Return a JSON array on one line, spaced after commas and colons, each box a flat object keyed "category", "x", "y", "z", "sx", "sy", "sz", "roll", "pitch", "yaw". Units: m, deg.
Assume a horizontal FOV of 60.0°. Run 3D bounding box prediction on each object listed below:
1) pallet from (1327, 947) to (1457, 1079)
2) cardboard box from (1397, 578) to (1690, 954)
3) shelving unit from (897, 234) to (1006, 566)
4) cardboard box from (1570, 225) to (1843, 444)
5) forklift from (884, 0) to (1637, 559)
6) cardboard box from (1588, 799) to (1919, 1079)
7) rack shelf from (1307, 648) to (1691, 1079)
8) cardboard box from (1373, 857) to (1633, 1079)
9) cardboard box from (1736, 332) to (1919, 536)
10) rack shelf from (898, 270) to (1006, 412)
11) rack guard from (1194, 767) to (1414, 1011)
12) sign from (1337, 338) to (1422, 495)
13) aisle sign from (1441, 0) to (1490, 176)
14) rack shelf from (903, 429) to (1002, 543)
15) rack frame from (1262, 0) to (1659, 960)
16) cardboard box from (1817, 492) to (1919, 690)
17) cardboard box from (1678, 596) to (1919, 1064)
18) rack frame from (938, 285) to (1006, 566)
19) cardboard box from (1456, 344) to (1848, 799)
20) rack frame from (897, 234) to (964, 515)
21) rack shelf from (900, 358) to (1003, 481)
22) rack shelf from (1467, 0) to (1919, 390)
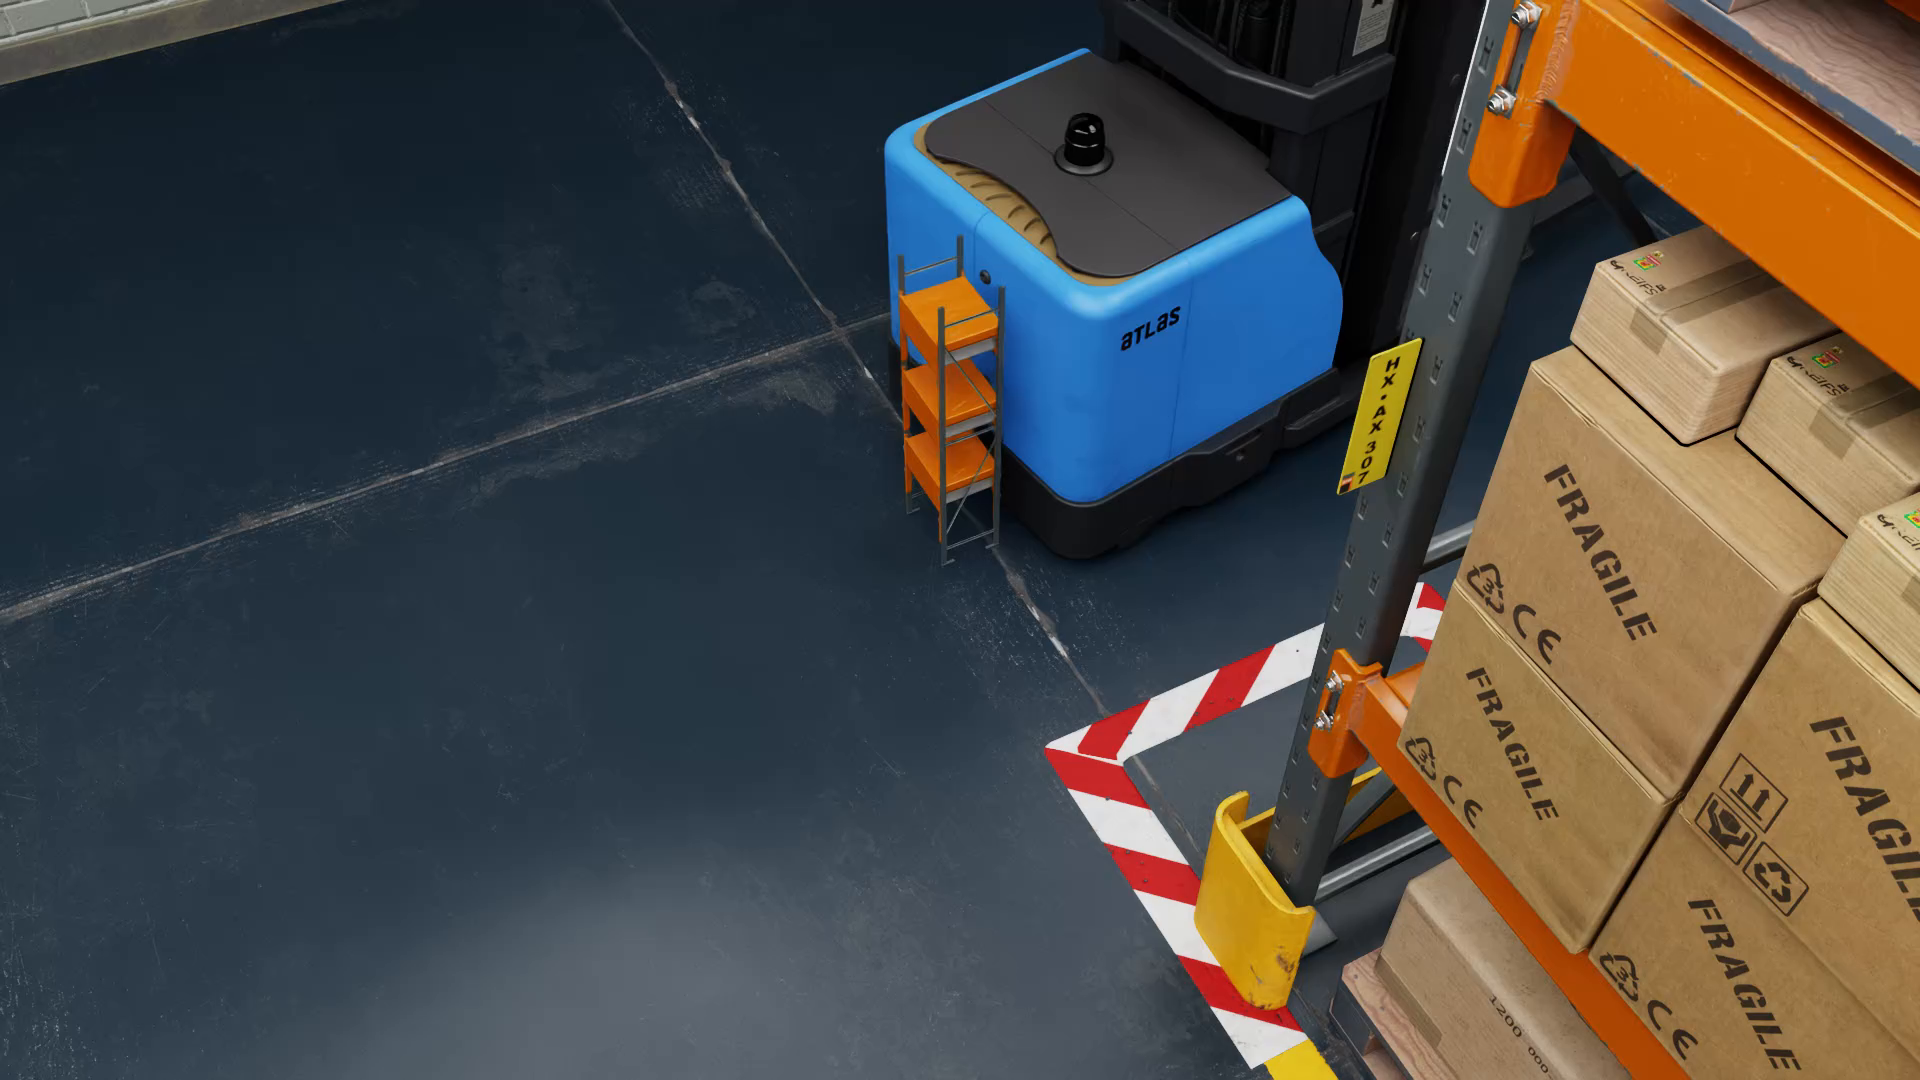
[{"category": "pallet", "x": 1.637, "y": 1.347, "z": 3.932, "sx": 1.003, "sy": 0.211, "sz": 1.213, "roll": -21, "pitch": 52, "yaw": -18}, {"category": "cardboard box", "x": 1.166, "y": 0.308, "z": 2.922, "sx": 0.500, "sy": 0.500, "sz": 0.500, "roll": -22, "pitch": 52, "yaw": -18}, {"category": "shelving unit", "x": -0.024, "y": -0.381, "z": 4.886, "sx": 0.215, "sy": 1.050, "sz": 0.252, "roll": -21, "pitch": 52, "yaw": -18}, {"category": "cardboard box", "x": 1.118, "y": -0.322, "z": 2.377, "sx": 0.380, "sy": 0.149, "sz": 0.250, "roll": -20, "pitch": 52, "yaw": -17}, {"category": "forklift", "x": 1.248, "y": -1.822, "z": 4.896, "sx": 3.031, "sy": 2.935, "sz": 1.130, "roll": -29, "pitch": 55, "yaw": -23}, {"category": "cardboard box", "x": 1.423, "y": 0.637, "z": 2.634, "sx": 0.500, "sy": 0.500, "sz": 0.500, "roll": -22, "pitch": 52, "yaw": -18}, {"category": "rack shelf", "x": 2.117, "y": 1.496, "z": 2.427, "sx": 1.077, "sy": 0.370, "sz": 4.000, "roll": -21, "pitch": 52, "yaw": -18}, {"category": "cardboard box", "x": 1.593, "y": 1.033, "z": 3.777, "sx": 0.875, "sy": 0.438, "sz": 0.875, "roll": -23, "pitch": 53, "yaw": -19}, {"category": "cardboard box", "x": 1.302, "y": -0.171, "z": 2.245, "sx": 0.380, "sy": 0.149, "sz": 0.250, "roll": -20, "pitch": 52, "yaw": -17}, {"category": "rack shelf", "x": -0.025, "y": -0.561, "z": 4.681, "sx": 0.215, "sy": 0.259, "sz": 0.240, "roll": -21, "pitch": 52, "yaw": -18}, {"category": "rack guard", "x": 1.191, "y": 0.727, "z": 4.282, "sx": 1.175, "sy": 0.500, "sz": 0.348, "roll": -21, "pitch": 52, "yaw": -18}, {"category": "sign", "x": 0.706, "y": -0.203, "z": 2.807, "sx": 0.100, "sy": 0.325, "sz": 0.005, "roll": -21, "pitch": 52, "yaw": -18}, {"category": "aisle sign", "x": 0.911, "y": -0.884, "z": 2.303, "sx": 0.394, "sy": 0.787, "sz": 0.004, "roll": -21, "pitch": 52, "yaw": -18}, {"category": "rack shelf", "x": -0.024, "y": -0.192, "z": 5.103, "sx": 0.215, "sy": 0.259, "sz": 0.240, "roll": -21, "pitch": 52, "yaw": -18}, {"category": "rack frame", "x": 1.202, "y": -0.080, "z": 3.327, "sx": 1.000, "sy": 3.000, "sz": 0.127, "roll": -21, "pitch": 52, "yaw": -18}, {"category": "cardboard box", "x": 1.318, "y": 0.042, "z": 2.059, "sx": 0.380, "sy": 0.149, "sz": 0.250, "roll": -20, "pitch": 52, "yaw": -16}, {"category": "cardboard box", "x": 1.411, "y": 0.321, "z": 2.246, "sx": 0.500, "sy": 0.500, "sz": 0.500, "roll": -22, "pitch": 53, "yaw": -18}, {"category": "rack frame", "x": 0.031, "y": -0.300, "z": 4.815, "sx": 0.200, "sy": 1.050, "sz": 0.008, "roll": -21, "pitch": 52, "yaw": -18}, {"category": "cardboard box", "x": 1.168, "y": -0.022, "z": 2.546, "sx": 0.500, "sy": 0.500, "sz": 0.500, "roll": -22, "pitch": 52, "yaw": -18}, {"category": "rack frame", "x": -0.080, "y": -0.463, "z": 4.958, "sx": 0.200, "sy": 1.050, "sz": 0.008, "roll": -21, "pitch": 52, "yaw": -18}, {"category": "rack shelf", "x": -0.024, "y": -0.374, "z": 4.894, "sx": 0.215, "sy": 0.259, "sz": 0.240, "roll": -21, "pitch": 52, "yaw": -18}, {"category": "rack shelf", "x": 2.117, "y": 0.508, "z": 1.298, "sx": 1.077, "sy": 0.370, "sz": 4.000, "roll": -21, "pitch": 52, "yaw": -18}]
